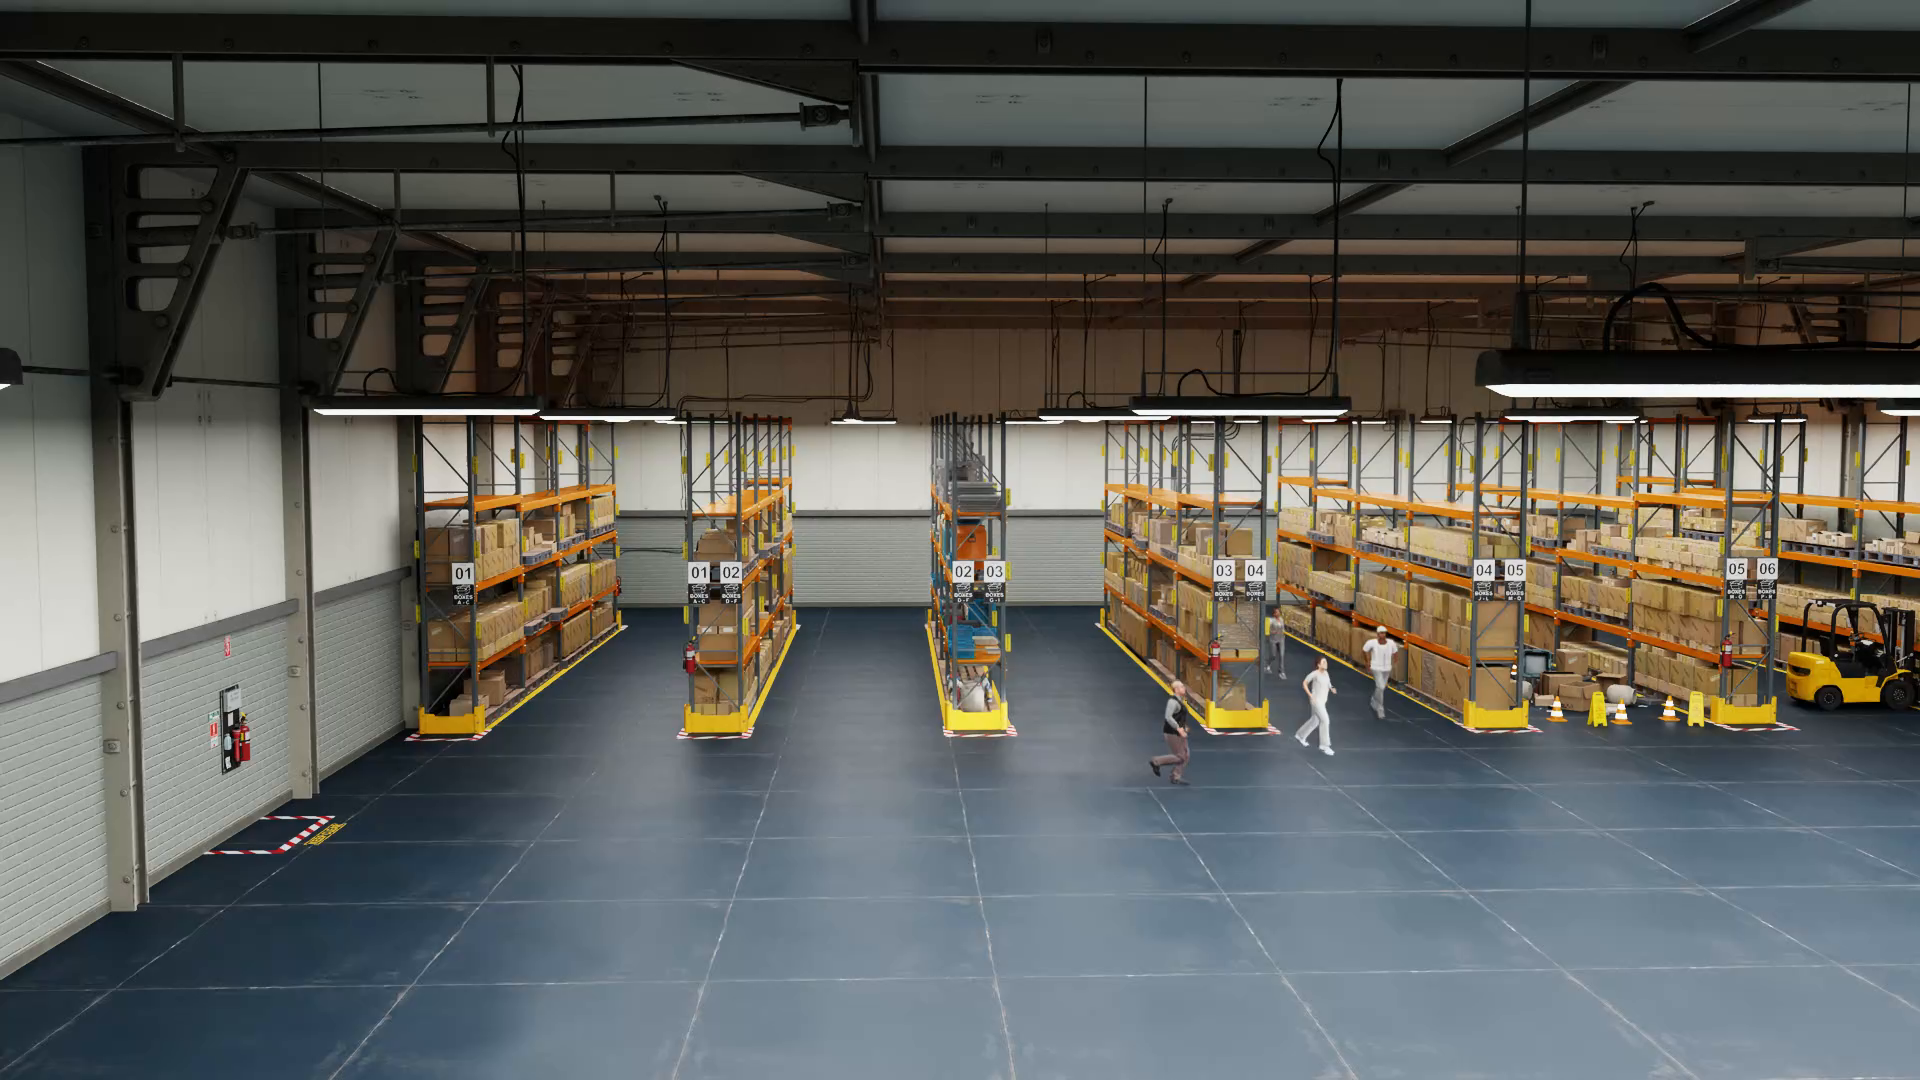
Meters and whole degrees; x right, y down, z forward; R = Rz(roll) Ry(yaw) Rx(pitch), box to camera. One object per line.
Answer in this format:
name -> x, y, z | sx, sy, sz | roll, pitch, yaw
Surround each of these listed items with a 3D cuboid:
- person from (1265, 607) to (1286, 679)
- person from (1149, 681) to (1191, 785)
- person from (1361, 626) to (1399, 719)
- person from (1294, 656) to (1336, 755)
person -> 7.195, 2.321, 37.803 | 0.545, 1.580, 0.873 | -1, 4, -15
person -> 3.373, 3.083, 26.617 | 0.637, 1.672, 0.647 | 1, 4, 18
person -> 8.352, 2.586, 32.991 | 0.691, 1.800, 0.854 | -1, 4, -11
person -> 6.287, 2.891, 29.364 | 0.840, 1.685, 0.550 | 3, 5, 40
